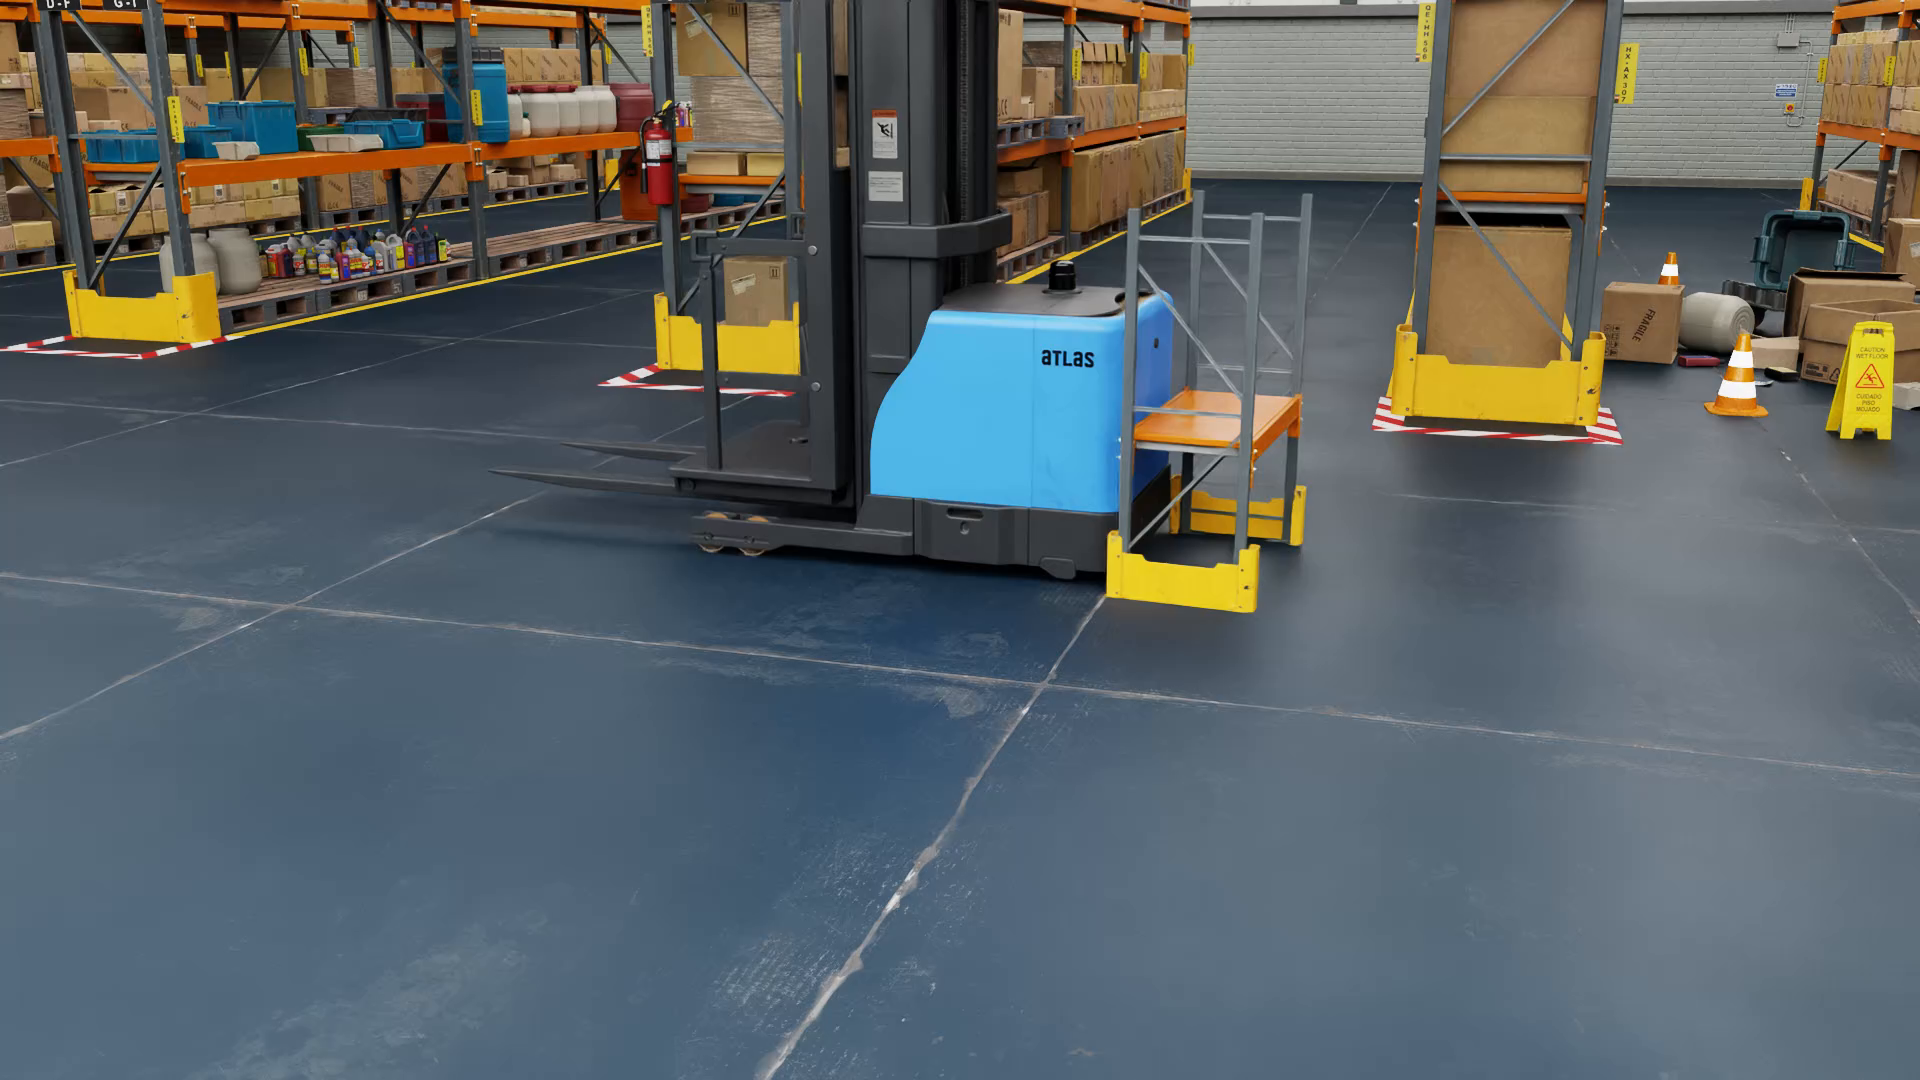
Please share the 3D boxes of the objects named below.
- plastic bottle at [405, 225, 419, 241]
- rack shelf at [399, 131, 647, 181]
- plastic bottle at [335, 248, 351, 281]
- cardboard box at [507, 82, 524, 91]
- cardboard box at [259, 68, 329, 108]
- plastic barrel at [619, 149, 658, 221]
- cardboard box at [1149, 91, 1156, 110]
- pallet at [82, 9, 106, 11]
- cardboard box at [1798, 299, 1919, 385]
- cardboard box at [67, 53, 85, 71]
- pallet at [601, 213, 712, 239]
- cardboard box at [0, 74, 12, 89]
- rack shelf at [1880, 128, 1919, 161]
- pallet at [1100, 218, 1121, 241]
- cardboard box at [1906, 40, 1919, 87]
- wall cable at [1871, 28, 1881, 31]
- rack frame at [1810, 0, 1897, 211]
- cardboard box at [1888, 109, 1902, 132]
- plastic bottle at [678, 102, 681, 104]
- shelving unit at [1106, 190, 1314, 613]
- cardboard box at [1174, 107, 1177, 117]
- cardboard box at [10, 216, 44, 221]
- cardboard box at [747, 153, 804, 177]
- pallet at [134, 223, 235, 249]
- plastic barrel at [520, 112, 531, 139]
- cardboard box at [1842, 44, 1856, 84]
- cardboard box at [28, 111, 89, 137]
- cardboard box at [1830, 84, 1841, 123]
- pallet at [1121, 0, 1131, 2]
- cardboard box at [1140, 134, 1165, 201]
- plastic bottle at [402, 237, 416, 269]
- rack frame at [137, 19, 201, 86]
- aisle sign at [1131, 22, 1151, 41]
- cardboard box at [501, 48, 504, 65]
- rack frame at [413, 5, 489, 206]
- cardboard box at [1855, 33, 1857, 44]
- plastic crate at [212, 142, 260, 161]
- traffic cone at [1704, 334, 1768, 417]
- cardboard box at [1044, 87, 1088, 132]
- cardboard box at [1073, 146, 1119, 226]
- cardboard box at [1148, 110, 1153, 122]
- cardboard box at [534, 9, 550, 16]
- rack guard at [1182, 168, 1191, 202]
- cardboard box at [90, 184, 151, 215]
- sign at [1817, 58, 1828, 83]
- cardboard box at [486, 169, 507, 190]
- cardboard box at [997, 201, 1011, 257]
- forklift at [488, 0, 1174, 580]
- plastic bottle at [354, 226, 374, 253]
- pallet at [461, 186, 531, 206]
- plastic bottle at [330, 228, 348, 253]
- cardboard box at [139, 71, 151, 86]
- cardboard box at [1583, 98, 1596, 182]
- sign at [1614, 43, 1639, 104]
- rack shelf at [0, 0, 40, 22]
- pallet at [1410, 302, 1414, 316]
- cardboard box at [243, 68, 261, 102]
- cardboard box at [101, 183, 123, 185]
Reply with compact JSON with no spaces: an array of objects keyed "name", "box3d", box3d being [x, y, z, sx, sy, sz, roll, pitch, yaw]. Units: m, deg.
[{"name":"plastic bottle","box3d":[-5.186,-2.799,15.748,0.144,0.351,0.185,5,16,16]},{"name":"rack shelf","box3d":[-4.573,-4.218,18.023,1.077,0.370,4.000,5,16,16]},{"name":"plastic bottle","box3d":[-5.382,-2.408,14.492,0.061,0.283,0.133,5,17,17]},{"name":"cardboard box","box3d":[-7.067,-6.814,25.672,0.500,0.500,0.500,5,17,17]},{"name":"cardboard box","box3d":[-8.681,-5.897,21.668,0.700,0.500,0.500,-1,16,-3]},{"name":"plastic barrel","box3d":[-3.882,-4.375,20.465,0.600,0.830,0.708,5,16,16]},{"name":"cardboard box","box3d":[2.412,-6.054,22.904,0.500,0.250,0.500,5,16,16]},{"name":"pallet","box3d":[-13.056,-7.674,23.736,1.003,0.211,1.213,5,17,18]},{"name":"cardboard box","box3d":[6.044,-1.297,10.980,0.797,0.503,0.637,-7,17,-23]},{"name":"cardboard box","box3d":[-12.836,-6.788,23.626,0.500,0.250,0.500,5,17,16]},{"name":"pallet","box3d":[-3.820,-3.956,20.889,1.003,0.211,1.213,5,16,16]},{"name":"cardboard box","box3d":[-9.833,-4.634,16.799,0.380,0.149,0.250,4,16,15]},{"name":"rack shelf","box3d":[10.814,-4.112,17.649,1.077,0.370,4.000,5,16,16]},{"name":"pallet","box3d":[1.389,-3.881,20.625,1.003,0.211,1.213,5,16,16]},{"name":"cardboard box","box3d":[10.864,-5.283,18.442,0.500,0.500,0.500,5,16,16]},{"name":"wall cable","box3d":[15.463,-7.887,27.777,0.588,1.984,0.122,5,16,16]},{"name":"rack frame","box3d":[12.519,-6.028,23.086,1.000,3.000,0.127,5,16,16]},{"name":"cardboard box","box3d":[11.005,-4.815,19.083,0.500,0.250,0.500,4,16,15]},{"name":"plastic bottle","box3d":[-3.670,-5.588,21.768,0.097,0.271,0.097,0,16,0]},{"name":"shelving unit","box3d":[1.042,-0.607,6.718,0.587,1.500,1.083,6,17,20]},{"name":"cardboard box","box3d":[3.016,-6.358,24.708,0.380,0.149,0.250,5,17,17]},{"name":"cardboard box","box3d":[-10.049,-3.437,18.218,0.500,0.250,0.500,4,16,15]},{"name":"cardboard box","box3d":[-1.219,-2.546,11.269,0.380,0.149,0.250,5,16,16]},{"name":"pallet","box3d":[-9.372,-3.601,19.638,1.003,0.211,1.213,5,16,16]},{"name":"plastic barrel","box3d":[-4.618,-4.309,17.278,0.301,0.262,0.301,0,16,0]},{"name":"cardboard box","box3d":[11.831,-6.183,21.615,0.500,0.500,0.500,4,16,15]},{"name":"cardboard box","box3d":[-9.791,-4.486,17.925,0.500,0.250,0.500,6,17,19]},{"name":"cardboard box","box3d":[11.991,-5.839,22.233,0.500,0.500,0.500,4,16,15]},{"name":"pallet","box3d":[1.668,-6.858,20.863,0.805,0.209,1.217,4,16,14]},{"name":"cardboard box","box3d":[2.401,-5.332,23.755,0.875,0.875,0.875,5,16,16]},{"name":"plastic bottle","box3d":[-5.109,-2.659,15.380,0.061,0.283,0.133,6,17,20]},{"name":"rack frame","box3d":[-12.366,-6.903,26.168,1.000,3.000,0.127,5,16,16]},{"name":"aisle sign","box3d":[2.751,-8.089,25.589,0.394,0.787,0.004,5,16,16]},{"name":"cardboard box","box3d":[-7.212,-7.150,25.025,0.500,0.500,0.500,5,17,17]},{"name":"rack frame","box3d":[-7.616,-6.519,24.817,1.000,3.000,0.127,5,16,16]},{"name":"cardboard box","box3d":[11.882,-6.522,21.621,0.380,0.149,0.250,5,17,16]},{"name":"plastic crate","box3d":[-5.715,-3.077,13.164,0.298,0.136,0.250,5,16,16]},{"name":"traffic cone","box3d":[4.710,-1.008,10.035,0.336,0.463,0.334,5,16,16]},{"name":"cardboard box","box3d":[1.144,-4.858,18.776,0.500,0.500,0.500,5,17,18]},{"name":"cardboard box","box3d":[1.221,-4.295,20.099,1.225,0.875,0.875,5,16,16]},{"name":"cardboard box","box3d":[2.433,-5.819,22.807,0.380,0.149,0.250,5,17,18]},{"name":"cardboard box","box3d":[-6.812,-8.391,26.192,0.500,0.250,0.500,5,16,16]},{"name":"rack guard","box3d":[3.025,-5.600,26.158,1.175,0.500,0.348,5,16,16]},{"name":"cardboard box","box3d":[-9.385,-3.795,18.453,0.500,0.311,0.500,4,16,15]},{"name":"sign","box3d":[11.989,-6.527,23.114,0.100,0.325,0.005,5,16,16]},{"name":"cardboard box","box3d":[-7.289,-5.531,25.452,0.500,0.311,0.500,5,16,16]},{"name":"cardboard box","box3d":[0.115,-3.095,16.519,0.700,0.500,0.500,3,16,11]},{"name":"forklift","box3d":[-0.634,-1.471,7.146,3.031,2.935,1.130,5,17,18]},{"name":"plastic bottle","box3d":[-5.630,-2.788,15.711,0.144,0.351,0.185,5,16,16]},{"name":"pallet","box3d":[-7.419,-5.357,25.831,1.003,0.211,1.213,5,16,16]},{"name":"plastic bottle","box3d":[-5.822,-2.750,15.577,0.144,0.351,0.185,4,16,14]},{"name":"cardboard box","box3d":[-12.391,-6.829,25.143,0.500,0.500,0.500,5,17,16]},{"name":"cardboard box","box3d":[3.675,-2.655,10.917,0.875,0.550,0.550,5,16,16]},{"name":"sign","box3d":[3.728,-2.610,9.301,0.100,0.325,0.005,5,16,16]},{"name":"rack shelf","box3d":[-10.457,-5.000,15.282,1.077,0.370,4.000,5,16,16]},{"name":"pallet","box3d":[4.043,-1.712,12.978,1.003,0.211,1.213,5,16,16]},{"name":"cardboard box","box3d":[-11.984,-7.378,27.295,0.980,0.700,0.700,4,16,14]},{"name":"cardboard box","box3d":[-9.763,-3.971,19.073,0.500,0.311,0.500,5,16,16]}]
